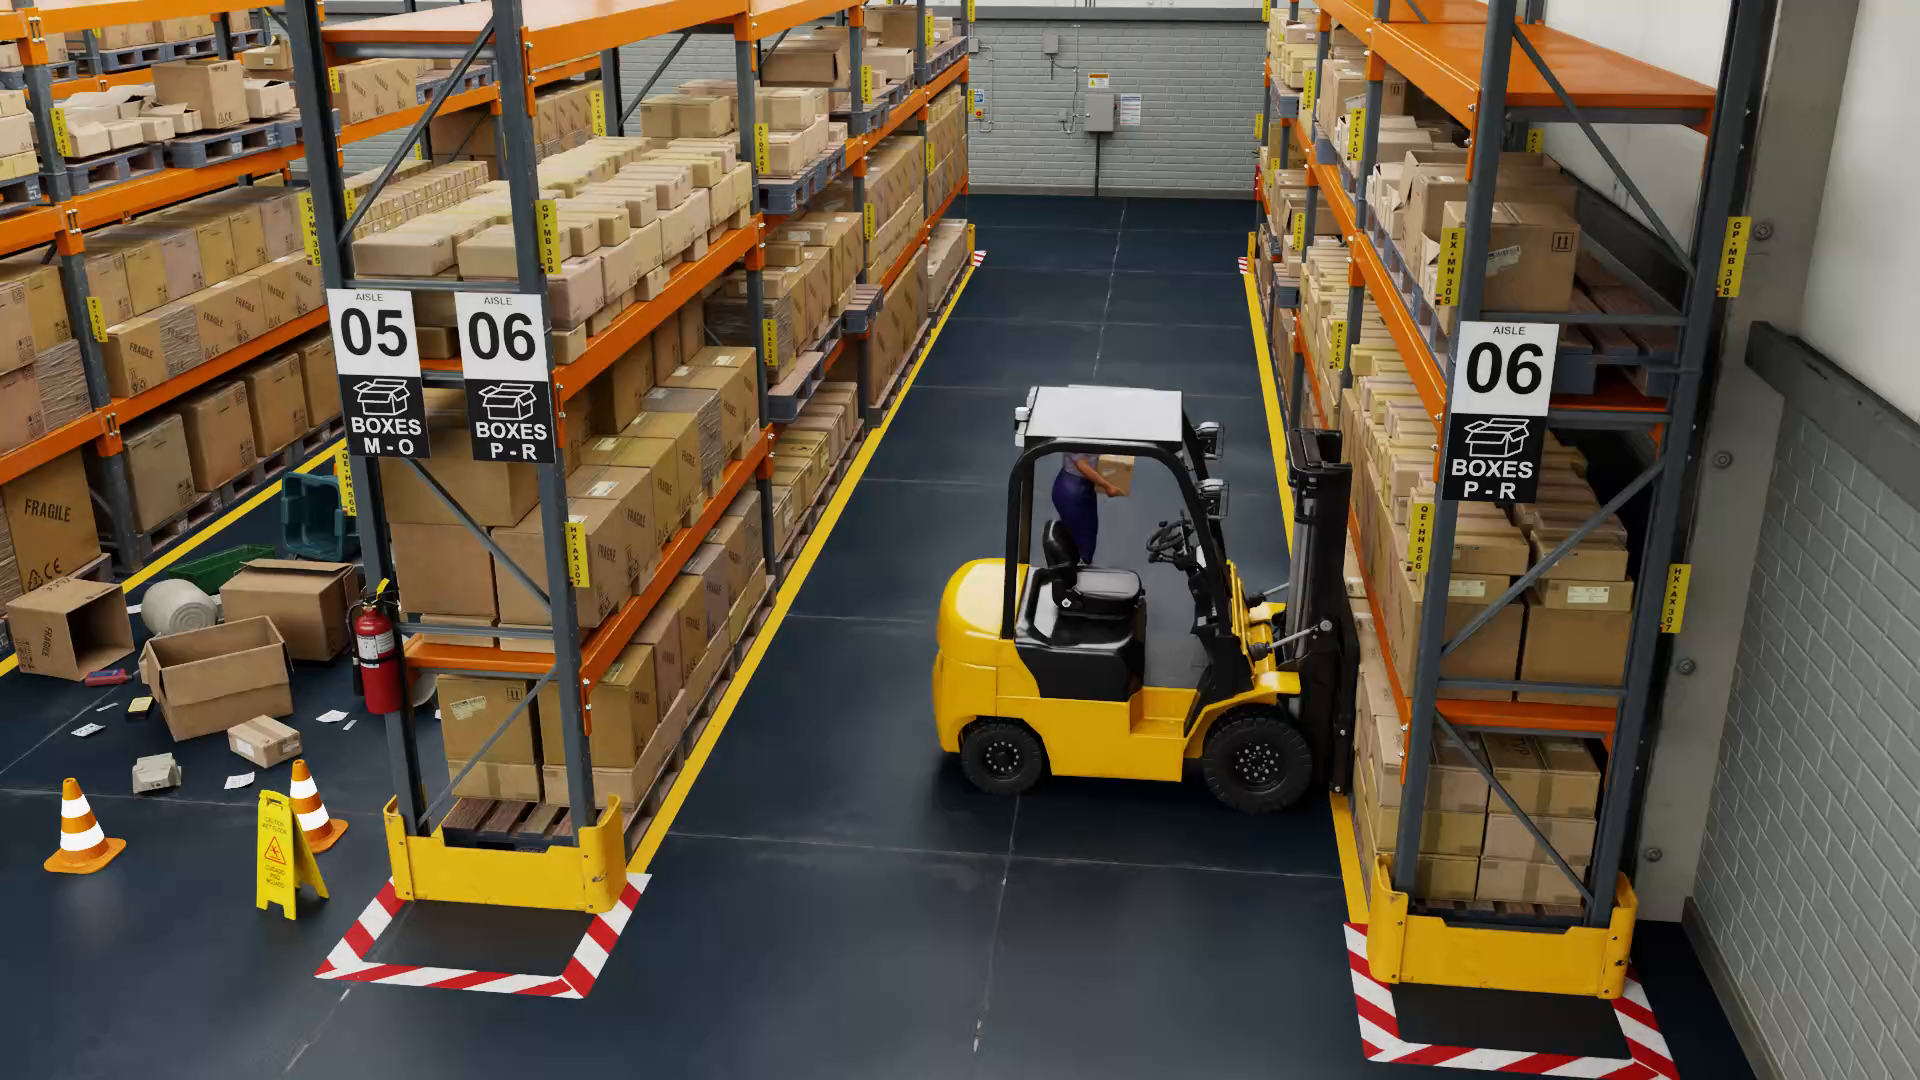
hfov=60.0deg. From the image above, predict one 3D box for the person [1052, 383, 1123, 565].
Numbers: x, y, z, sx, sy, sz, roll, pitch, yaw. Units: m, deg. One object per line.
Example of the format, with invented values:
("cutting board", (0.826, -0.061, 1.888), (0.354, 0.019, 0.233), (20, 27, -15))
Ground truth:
("person", (0.921, -0.324, 11.968), (0.517, 1.624, 0.453), (3, 21, 7))
